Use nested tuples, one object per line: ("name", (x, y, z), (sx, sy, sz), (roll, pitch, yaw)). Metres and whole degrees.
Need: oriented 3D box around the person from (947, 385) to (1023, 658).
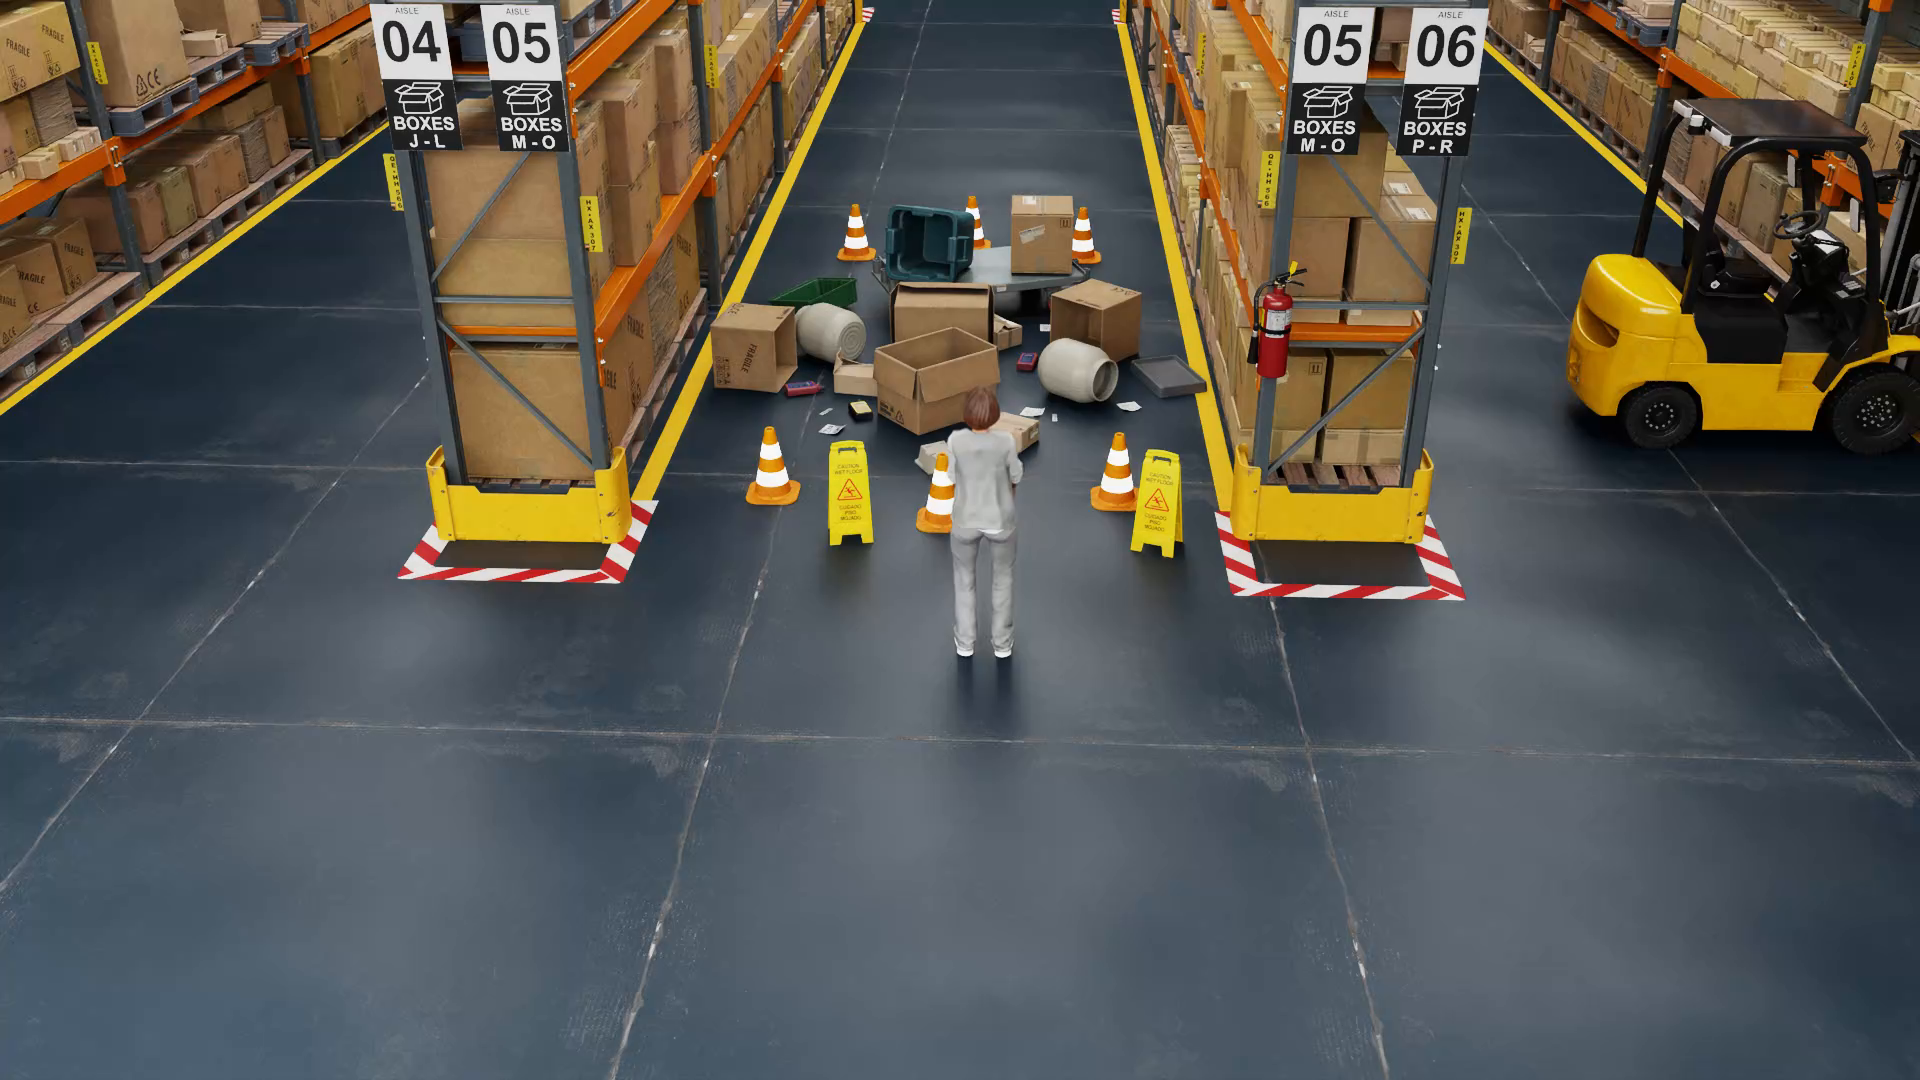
("person", (0.131, -0.134, 8.891), (0.404, 1.589, 0.494), (2, 28, 3))
